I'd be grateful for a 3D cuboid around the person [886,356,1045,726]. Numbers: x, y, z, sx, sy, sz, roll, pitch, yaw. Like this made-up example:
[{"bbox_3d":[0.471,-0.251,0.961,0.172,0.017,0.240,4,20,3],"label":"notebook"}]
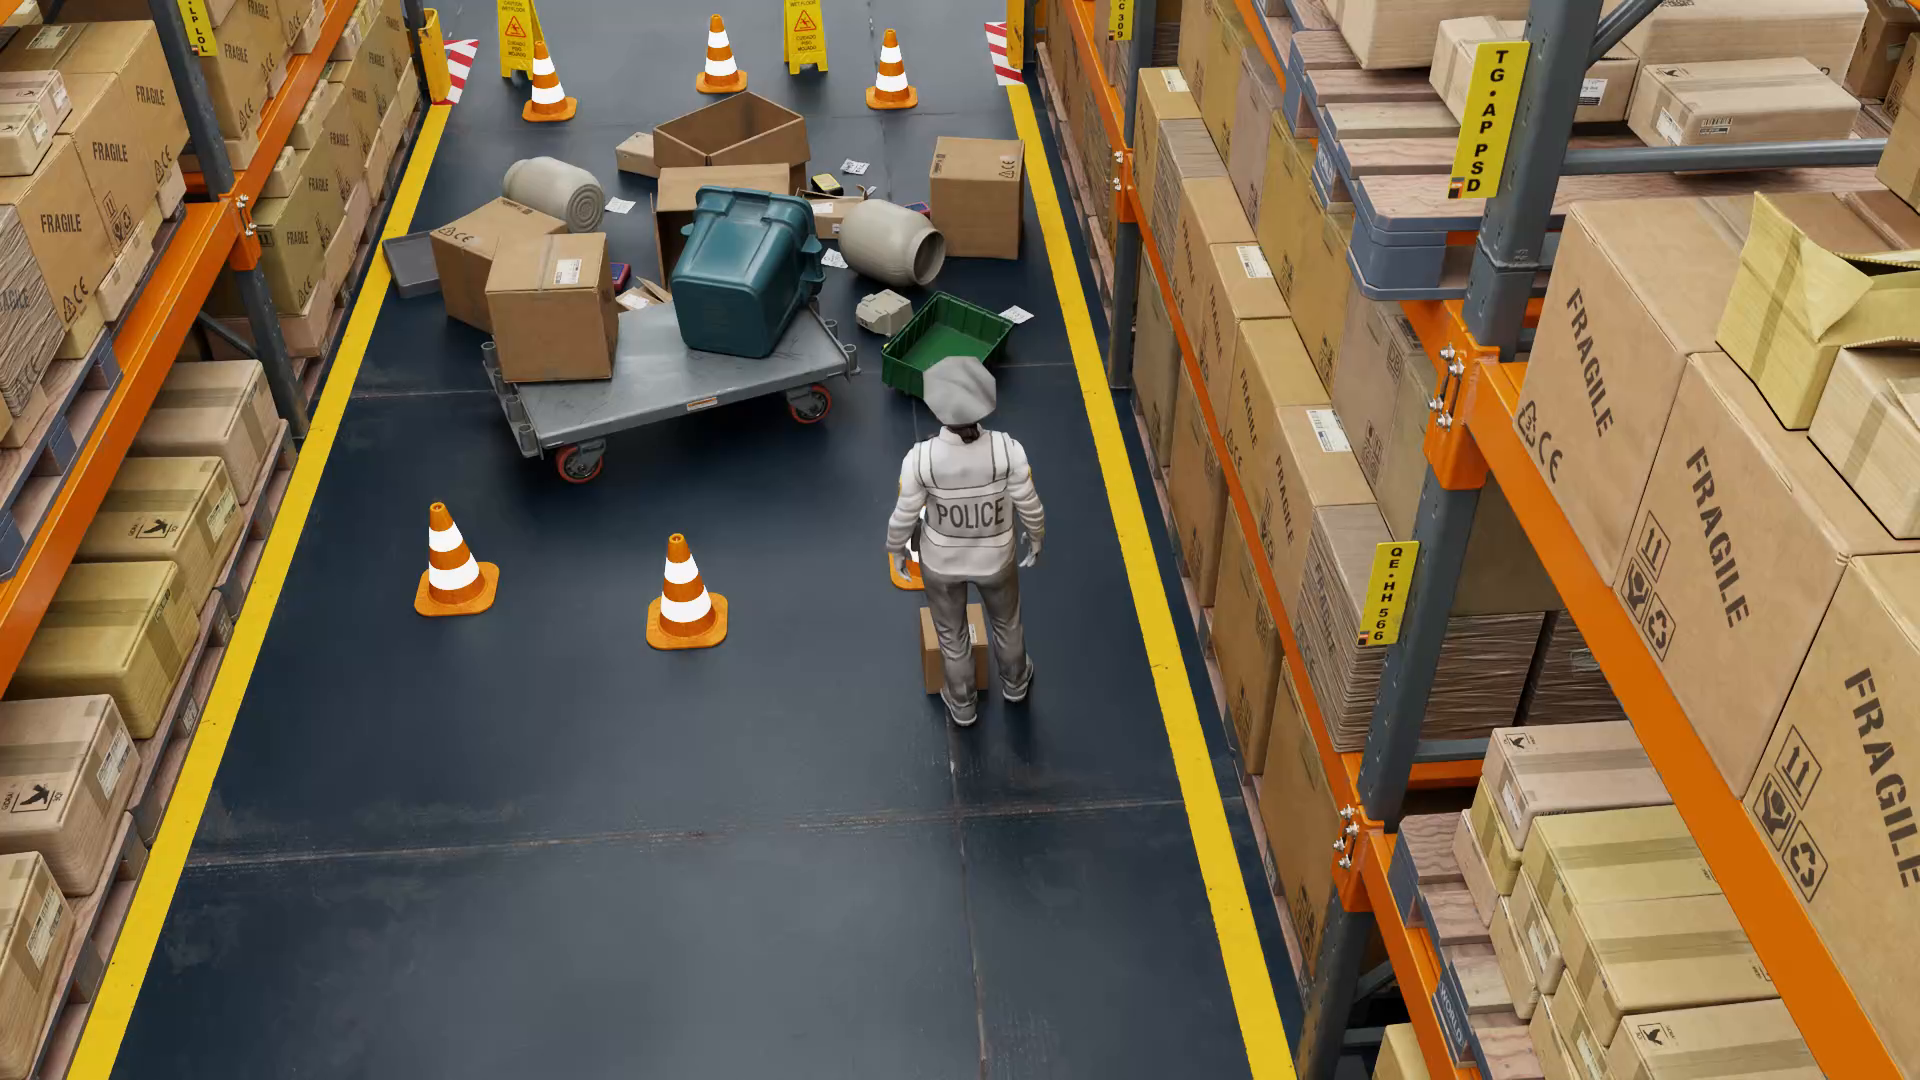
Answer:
[{"bbox_3d":[0.022,0.004,6.109,0.587,1.696,0.533,-3,39,-4],"label":"person"}]
